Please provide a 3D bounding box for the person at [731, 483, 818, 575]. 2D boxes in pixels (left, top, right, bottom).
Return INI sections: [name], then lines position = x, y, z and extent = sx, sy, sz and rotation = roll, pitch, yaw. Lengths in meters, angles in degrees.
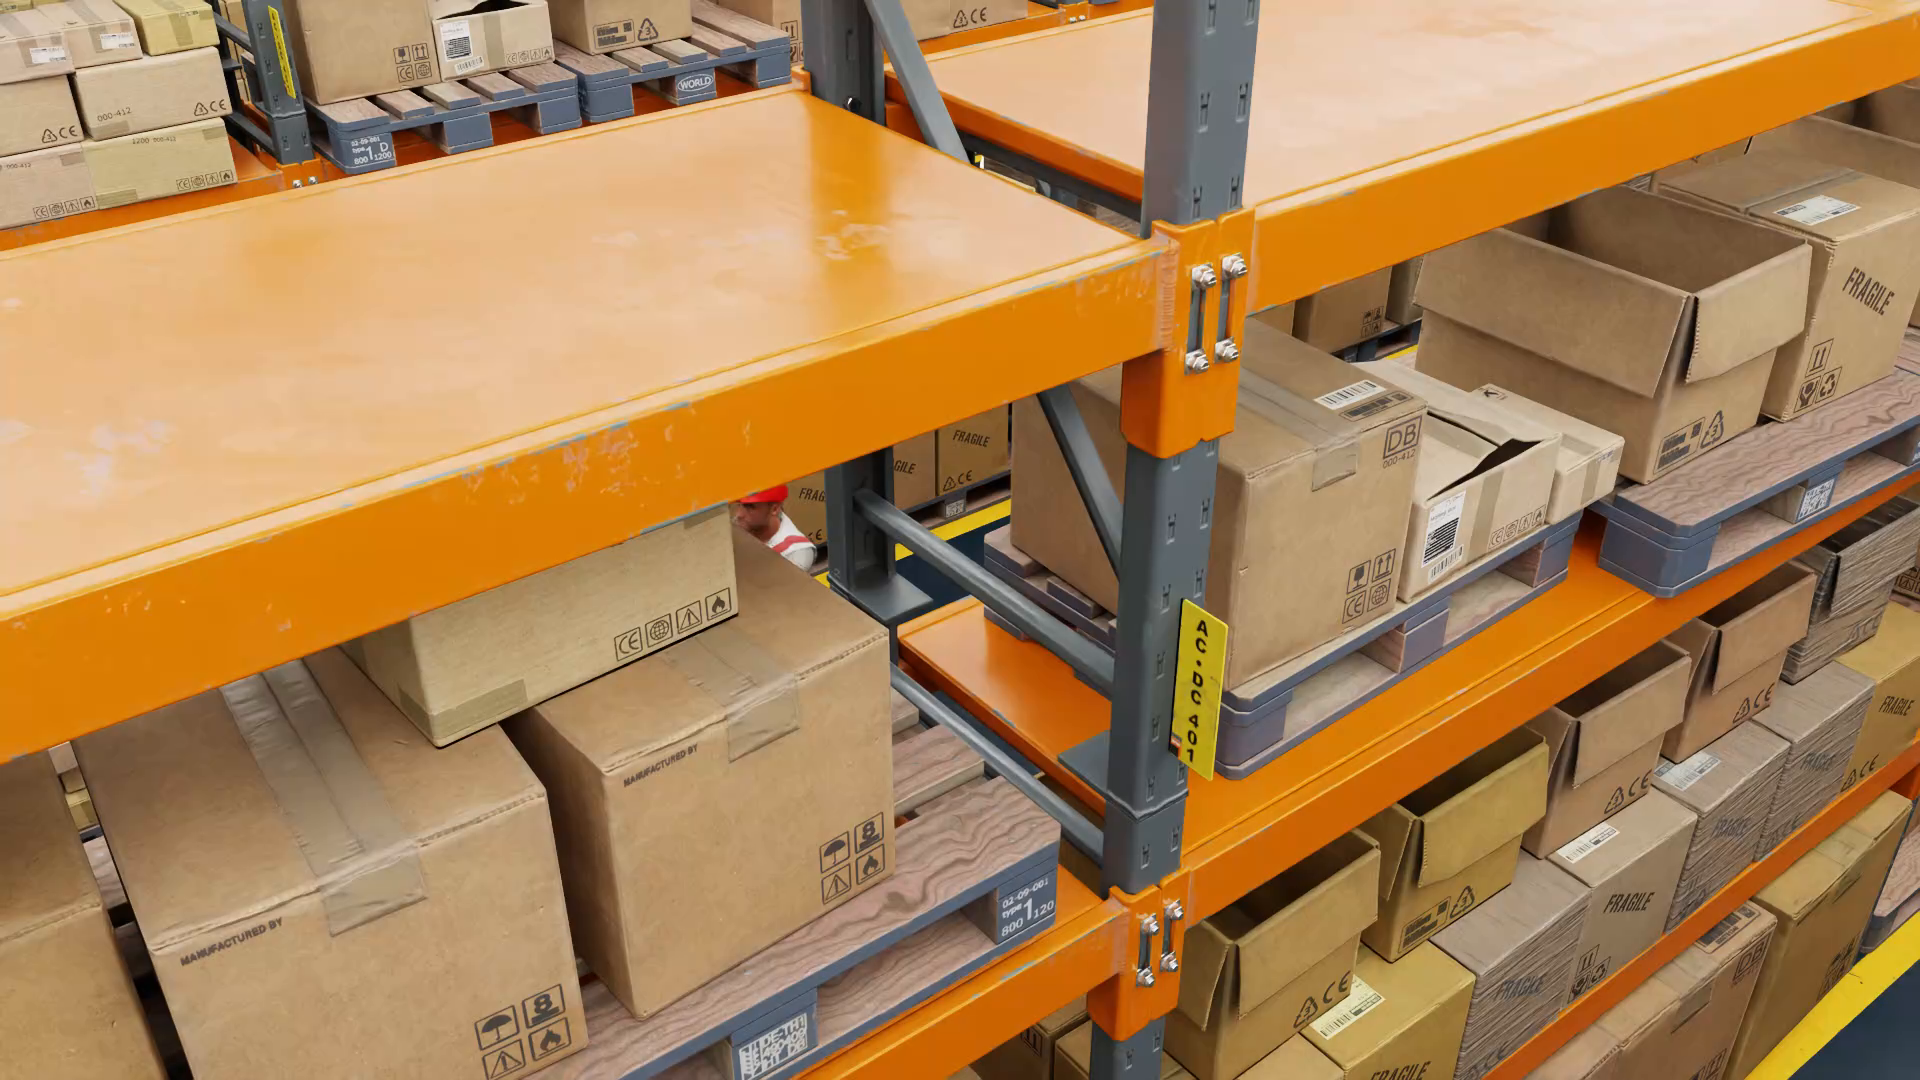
[person]
position = -0.867, 0.487, 6.994
extent = 0.556, 1.786, 0.495
rotation = -23, 39, -32
